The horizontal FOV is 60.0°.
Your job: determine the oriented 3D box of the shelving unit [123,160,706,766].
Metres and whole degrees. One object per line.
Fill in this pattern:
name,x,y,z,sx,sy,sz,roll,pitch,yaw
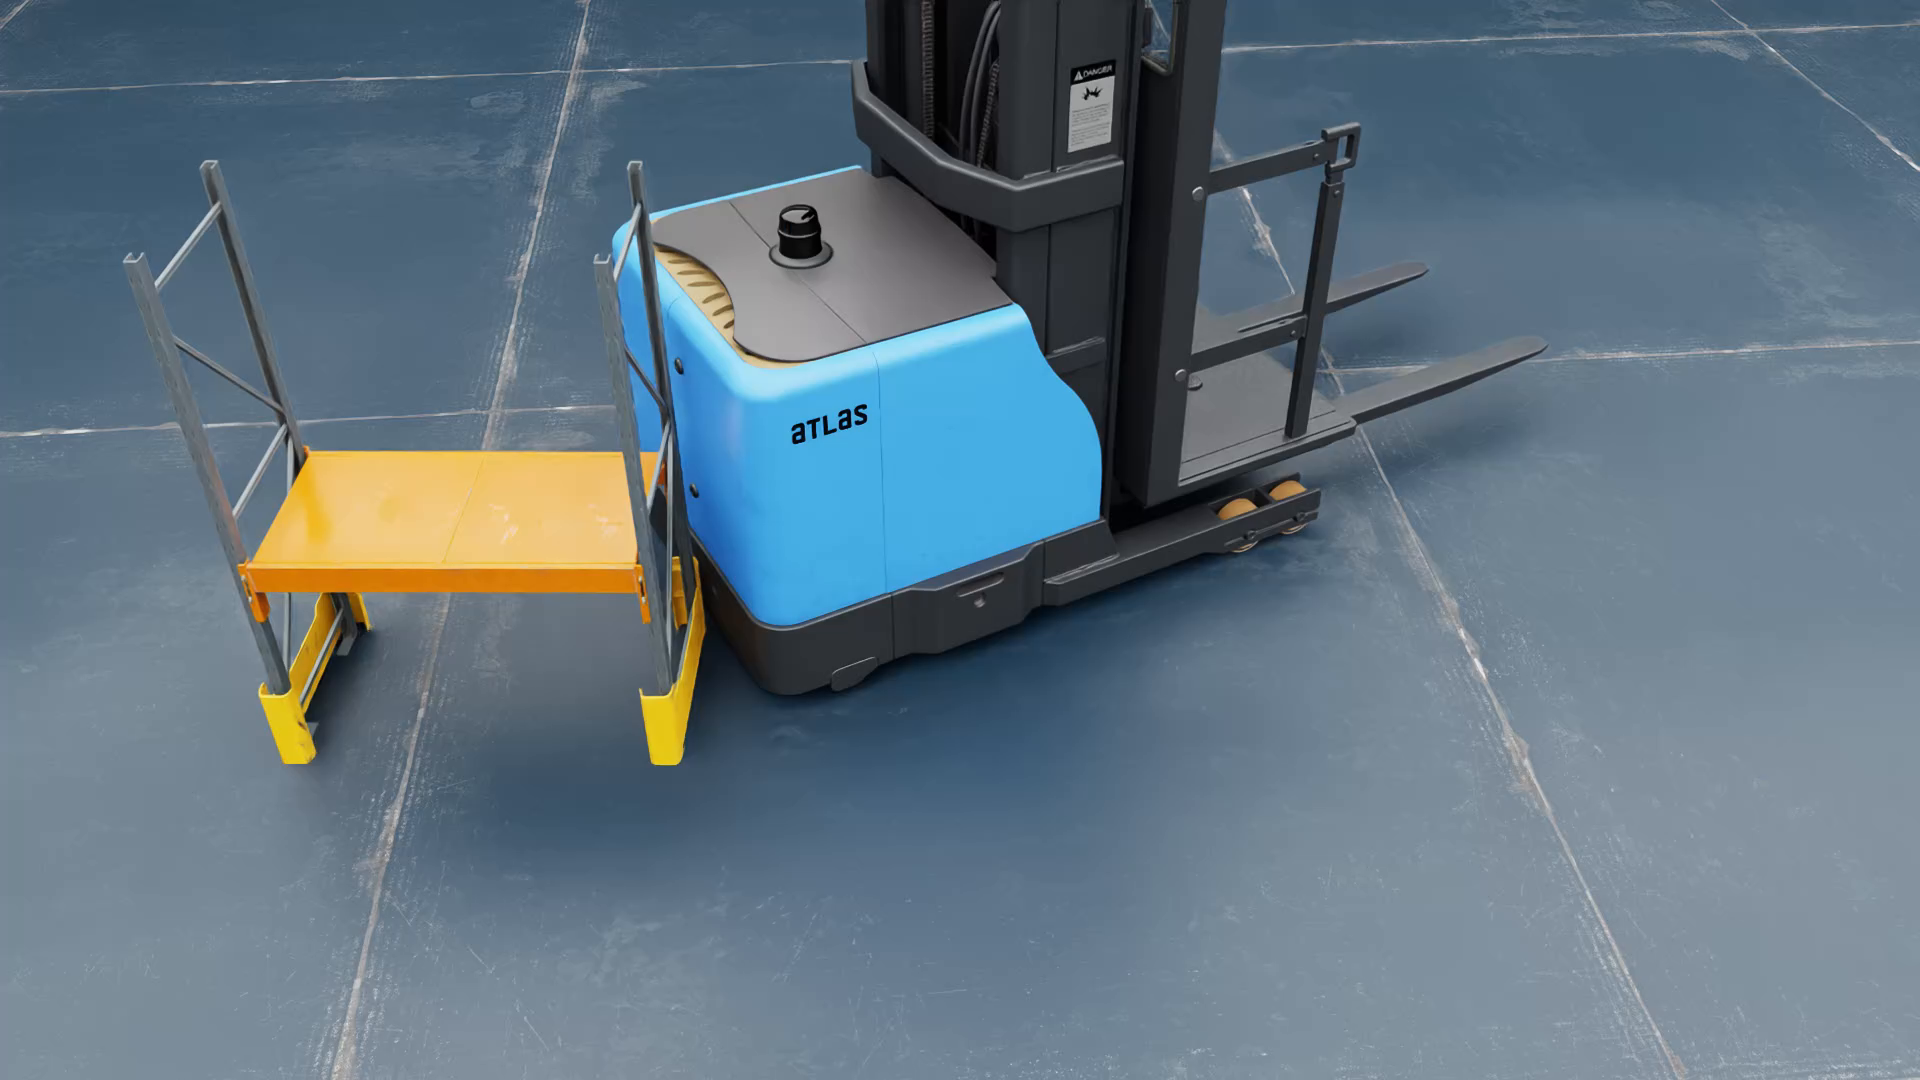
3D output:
shelving unit,-1.292,-0.164,4.247,1.083,1.500,0.587,0,38,0

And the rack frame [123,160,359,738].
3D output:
rack frame,-1.791,-0.165,4.248,0.032,1.500,0.500,0,38,0

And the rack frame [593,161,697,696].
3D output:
rack frame,-0.775,-0.163,4.245,0.032,1.500,0.500,0,38,0

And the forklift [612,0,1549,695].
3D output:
forklift,0.553,-1.380,4.633,3.031,2.935,1.130,-19,42,-22

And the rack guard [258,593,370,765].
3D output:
rack guard,-1.790,0.326,4.635,0.087,0.250,0.587,0,38,0

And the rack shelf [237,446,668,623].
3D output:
rack shelf,-1.283,-0.023,4.358,1.000,0.185,0.538,0,38,0

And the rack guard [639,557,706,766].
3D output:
rack guard,-0.794,0.328,4.632,0.087,0.250,0.587,0,38,0
